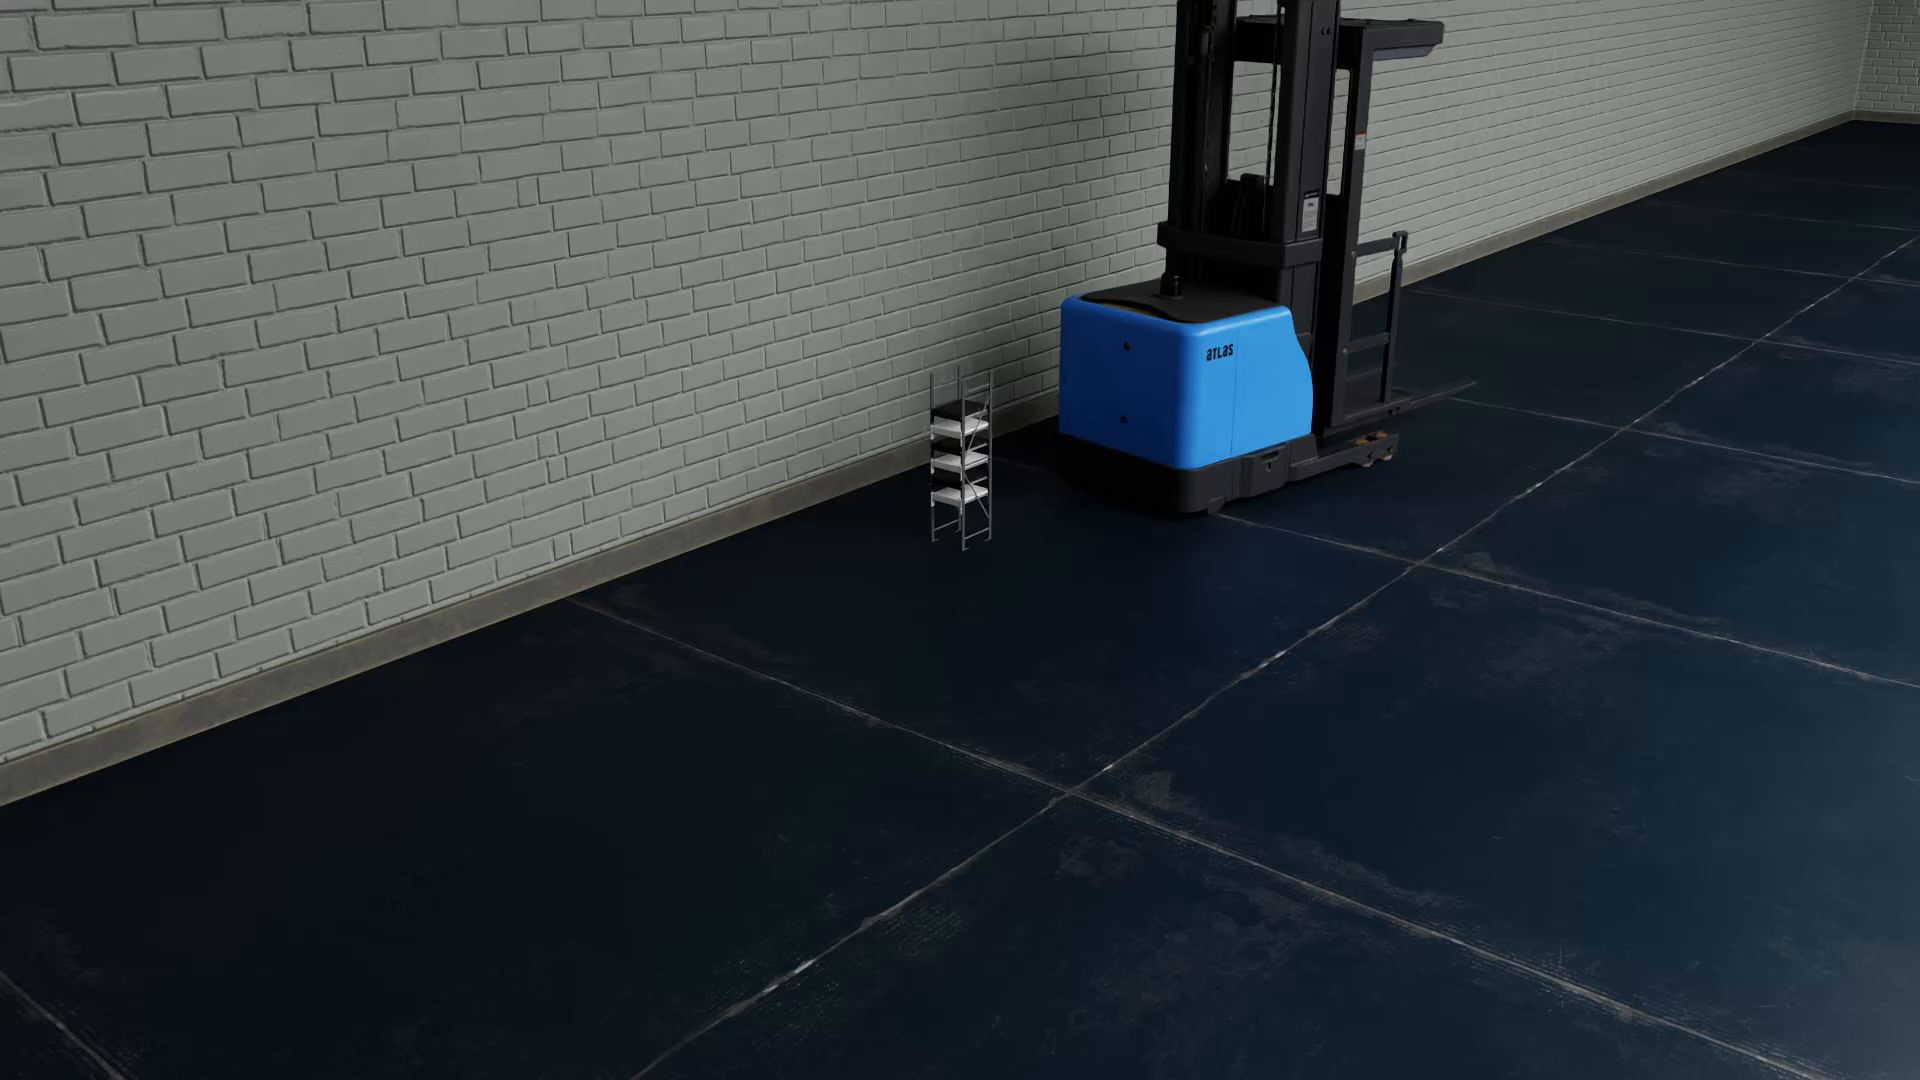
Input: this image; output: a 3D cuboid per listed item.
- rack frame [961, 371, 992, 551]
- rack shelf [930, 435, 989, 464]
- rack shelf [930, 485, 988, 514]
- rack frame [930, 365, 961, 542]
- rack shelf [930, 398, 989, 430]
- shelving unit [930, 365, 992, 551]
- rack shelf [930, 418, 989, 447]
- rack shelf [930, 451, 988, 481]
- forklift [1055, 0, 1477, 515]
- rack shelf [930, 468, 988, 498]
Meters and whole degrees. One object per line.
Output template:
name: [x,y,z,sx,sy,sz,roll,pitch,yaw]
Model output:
rack frame: [0.085,-0.397,8.444,0.006,0.900,0.240,16,26,36]
rack shelf: [0.006,-0.472,8.485,0.200,0.077,0.258,16,26,36]
rack shelf: [0.006,-0.220,8.580,0.200,0.077,0.258,16,26,36]
rack frame: [-0.072,-0.442,8.565,0.006,0.900,0.240,16,26,36]
rack shelf: [0.006,-0.641,8.421,0.200,0.077,0.258,16,26,36]
shelving unit: [0.006,-0.419,8.505,0.210,0.900,0.258,16,26,36]
rack shelf: [0.006,-0.556,8.453,0.200,0.077,0.258,16,26,36]
rack shelf: [0.006,-0.388,8.516,0.200,0.077,0.258,16,26,36]
forklift: [1.983,-1.922,9.610,3.031,2.935,1.130,-17,27,-38]
rack shelf: [0.006,-0.304,8.548,0.200,0.077,0.258,16,26,36]
